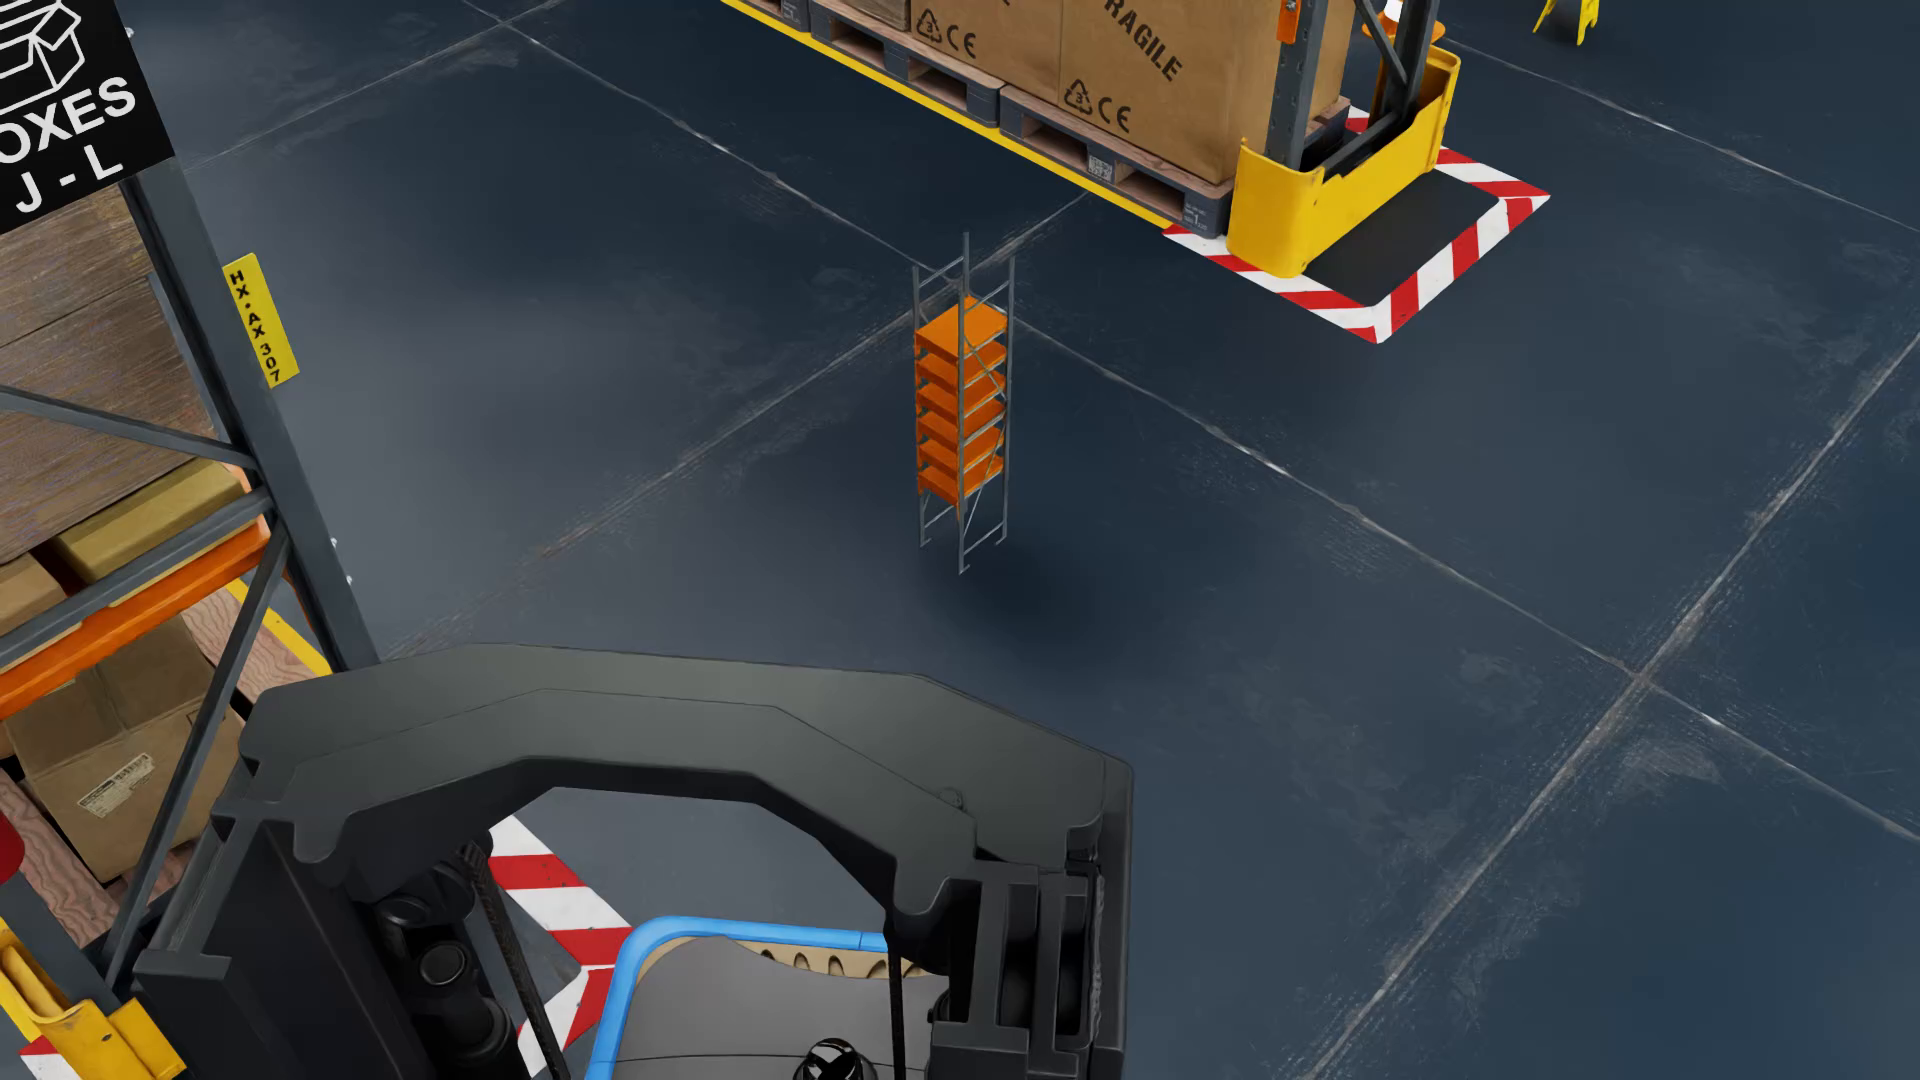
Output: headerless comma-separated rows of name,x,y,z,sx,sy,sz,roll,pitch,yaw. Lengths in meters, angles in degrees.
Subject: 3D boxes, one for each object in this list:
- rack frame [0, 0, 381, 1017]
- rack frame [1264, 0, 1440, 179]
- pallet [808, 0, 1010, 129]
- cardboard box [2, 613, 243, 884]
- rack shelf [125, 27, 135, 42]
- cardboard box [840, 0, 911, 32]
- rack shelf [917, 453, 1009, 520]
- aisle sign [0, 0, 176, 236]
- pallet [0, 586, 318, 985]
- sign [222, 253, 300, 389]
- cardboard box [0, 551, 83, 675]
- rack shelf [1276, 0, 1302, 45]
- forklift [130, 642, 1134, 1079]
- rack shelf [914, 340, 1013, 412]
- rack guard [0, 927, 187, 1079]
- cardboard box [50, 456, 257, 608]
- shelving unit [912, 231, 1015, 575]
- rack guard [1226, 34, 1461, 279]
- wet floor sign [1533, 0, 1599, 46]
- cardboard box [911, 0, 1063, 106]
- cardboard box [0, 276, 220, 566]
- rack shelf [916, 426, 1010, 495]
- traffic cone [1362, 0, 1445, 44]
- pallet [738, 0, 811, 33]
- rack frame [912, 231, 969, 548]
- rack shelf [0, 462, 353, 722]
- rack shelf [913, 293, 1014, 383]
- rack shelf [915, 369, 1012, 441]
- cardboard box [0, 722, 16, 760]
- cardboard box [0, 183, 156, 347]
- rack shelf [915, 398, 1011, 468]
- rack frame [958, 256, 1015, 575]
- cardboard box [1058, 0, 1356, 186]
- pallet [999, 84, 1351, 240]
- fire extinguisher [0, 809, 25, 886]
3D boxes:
rack frame,-1.859,0.131,3.569,0.127,3.000,1.000,34,55,28
rack frame,1.579,-2.476,6.017,0.127,3.000,1.000,34,55,28
pallet,0.046,-2.478,7.932,1.213,0.211,1.003,34,55,28
cardboard box,-2.307,0.525,4.626,0.500,0.500,0.500,-28,53,-24
rack shelf,-3.329,-1.638,3.666,4.000,0.370,1.077,34,55,28
cardboard box,-0.281,-3.078,7.752,0.875,0.875,0.875,34,56,28
rack shelf,0.011,-0.209,5.513,0.180,0.103,0.258,34,55,28
aisle sign,-1.610,-0.889,2.744,0.004,0.787,0.394,34,55,28
pallet,-2.488,0.628,5.016,1.213,0.211,1.003,34,55,28
sign,-1.492,-0.456,3.527,0.005,0.325,0.100,34,55,28
cardboard box,-2.209,0.187,3.689,0.250,0.149,0.380,34,55,28
rack shelf,0.109,-3.219,7.208,4.000,0.370,1.077,34,55,28
forklift,-0.351,1.631,2.208,1.130,2.935,3.031,4,47,4
rack shelf,0.011,-0.537,5.163,0.180,0.103,0.258,34,55,28
rack guard,-1.915,0.949,4.516,0.348,0.500,1.175,34,55,28
cardboard box,-1.907,-0.051,3.913,0.250,0.149,0.380,34,55,28
shelving unit,0.011,-0.404,5.306,0.189,1.200,0.258,34,55,28
rack guard,1.596,-1.608,6.917,0.348,0.500,1.175,34,55,28
wet floor sign,2.943,-2.716,7.858,0.232,0.644,0.267,25,52,22
cardboard box,0.388,-2.626,7.328,0.875,0.875,0.875,33,55,27
cardboard box,-2.245,-0.291,3.693,0.500,0.500,0.875,34,55,28
rack shelf,0.011,-0.291,5.426,0.180,0.103,0.258,34,55,28
traffic cone,2.152,-2.631,7.903,0.334,0.463,0.336,34,55,28
pallet,-0.855,-3.081,8.498,1.213,0.211,1.003,34,55,28
rack frame,-0.057,-0.449,5.348,0.006,1.200,0.240,34,55,28
rack shelf,-3.329,-0.611,4.760,4.000,0.370,1.077,34,55,28
rack shelf,0.011,-0.620,5.076,0.180,0.103,0.258,34,55,28
rack shelf,0.011,-0.455,5.251,0.180,0.103,0.258,34,55,28
cardboard box,-2.770,0.248,4.886,0.500,0.500,0.500,-25,52,-21
cardboard box,-2.079,-0.765,3.452,0.500,0.500,0.500,34,55,28
rack shelf,0.011,-0.373,5.338,0.180,0.103,0.258,34,55,28
rack frame,0.078,-0.358,5.263,0.006,1.200,0.240,34,55,28
cardboard box,1.036,-2.192,6.920,0.875,0.875,0.875,34,56,28
pallet,0.938,-1.875,7.366,1.213,0.211,1.003,34,55,28
fire extinguisher,-2.088,0.461,3.312,0.183,0.674,0.296,34,55,28
